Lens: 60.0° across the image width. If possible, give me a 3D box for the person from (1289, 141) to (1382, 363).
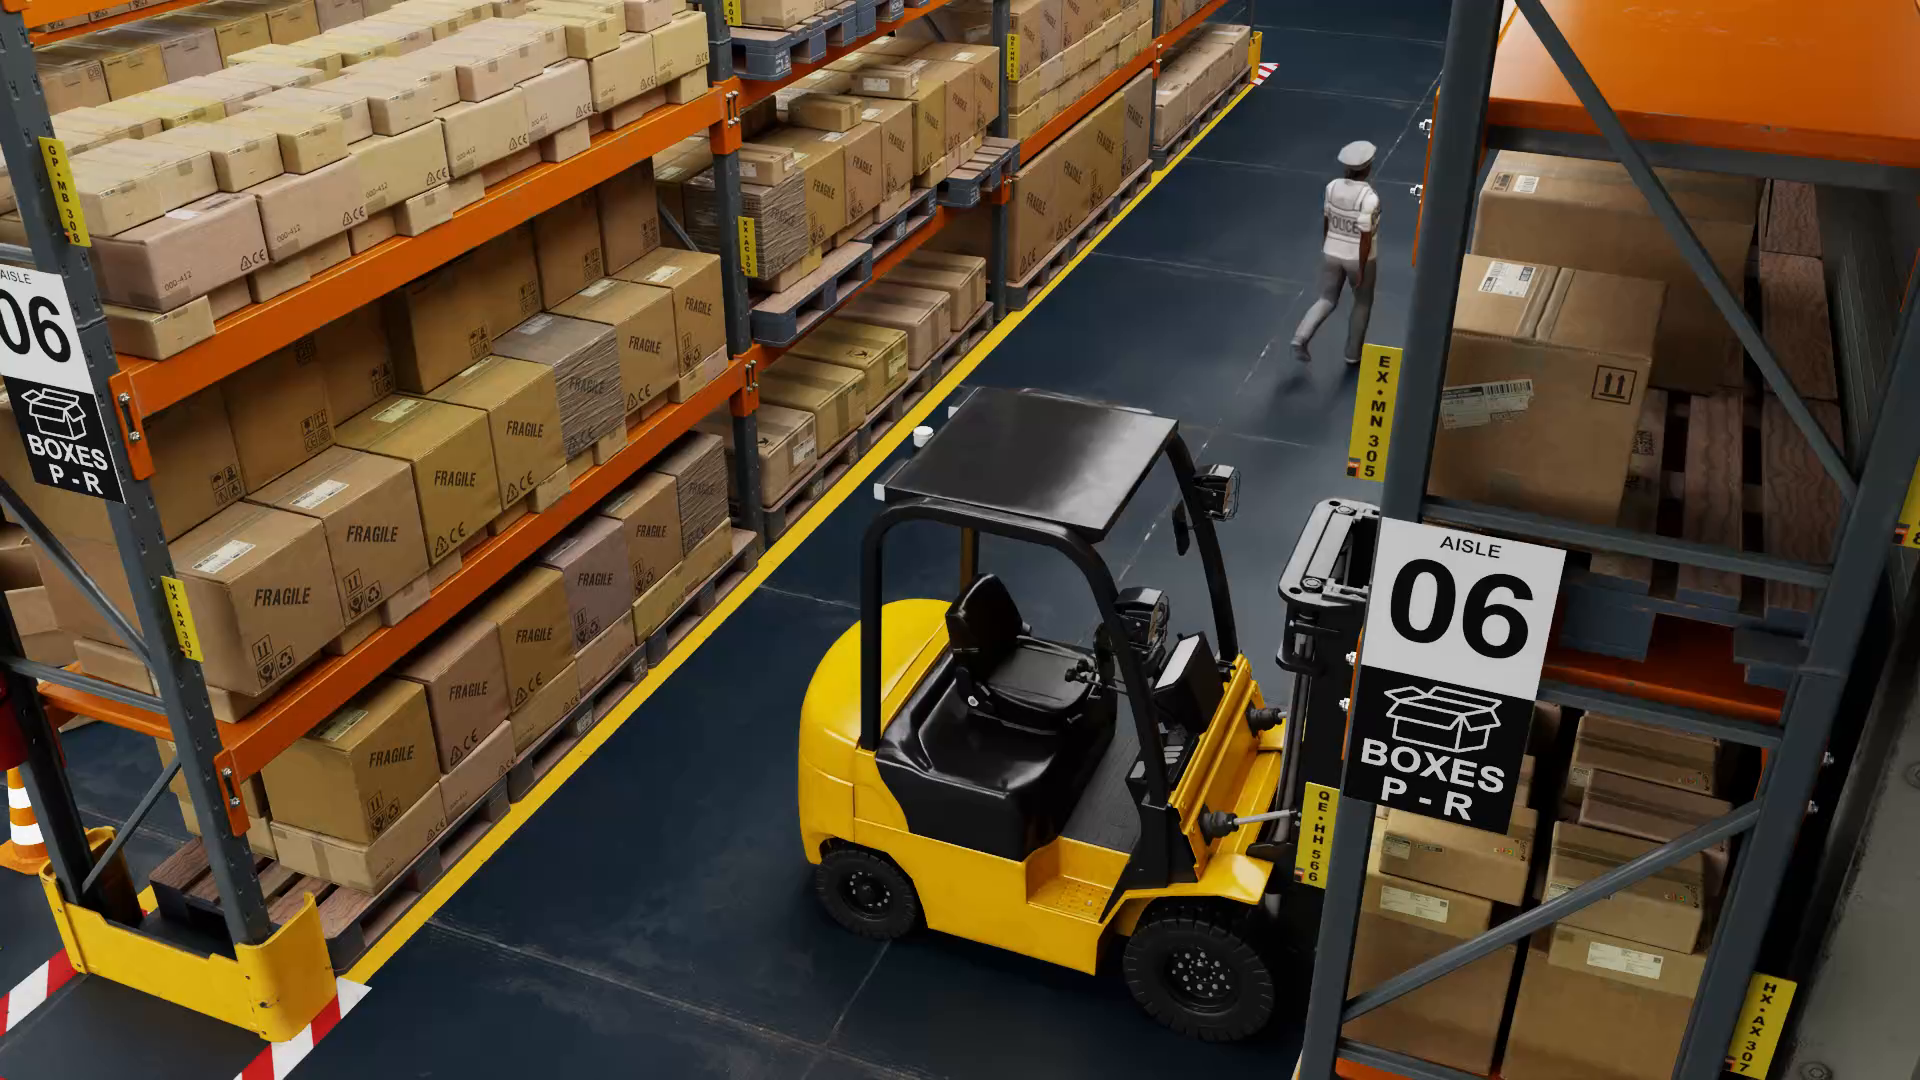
[{"bbox_3d":[2.741,-2.018,11.864,0.443,1.664,0.795,26,39,37],"label":"person"}]
